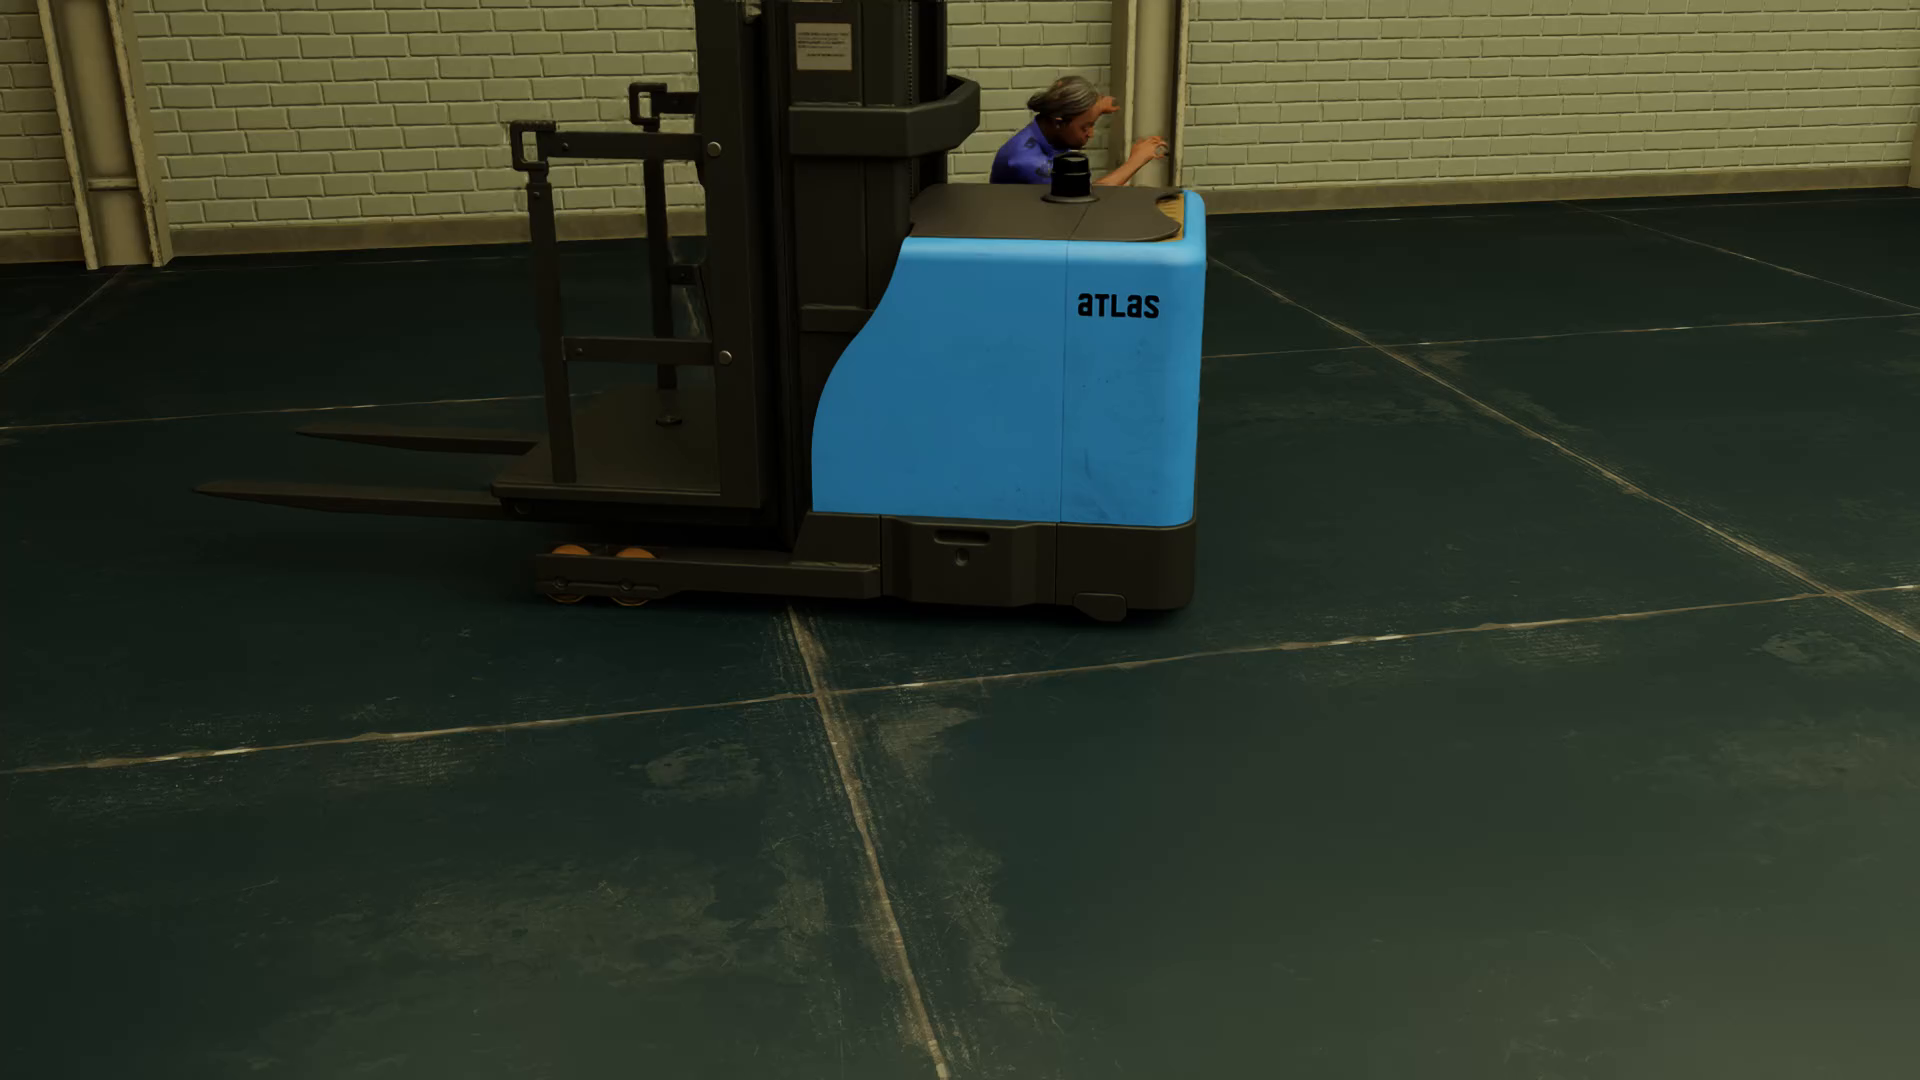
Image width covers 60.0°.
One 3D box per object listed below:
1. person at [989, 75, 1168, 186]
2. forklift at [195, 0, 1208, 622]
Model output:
[{"bbox_3d":[0.406,-0.976,5.948,0.678,1.353,1.410,11,24,27],"label":"person"},{"bbox_3d":[-0.793,-1.360,4.751,3.031,2.935,1.130,3,21,7],"label":"forklift"}]
